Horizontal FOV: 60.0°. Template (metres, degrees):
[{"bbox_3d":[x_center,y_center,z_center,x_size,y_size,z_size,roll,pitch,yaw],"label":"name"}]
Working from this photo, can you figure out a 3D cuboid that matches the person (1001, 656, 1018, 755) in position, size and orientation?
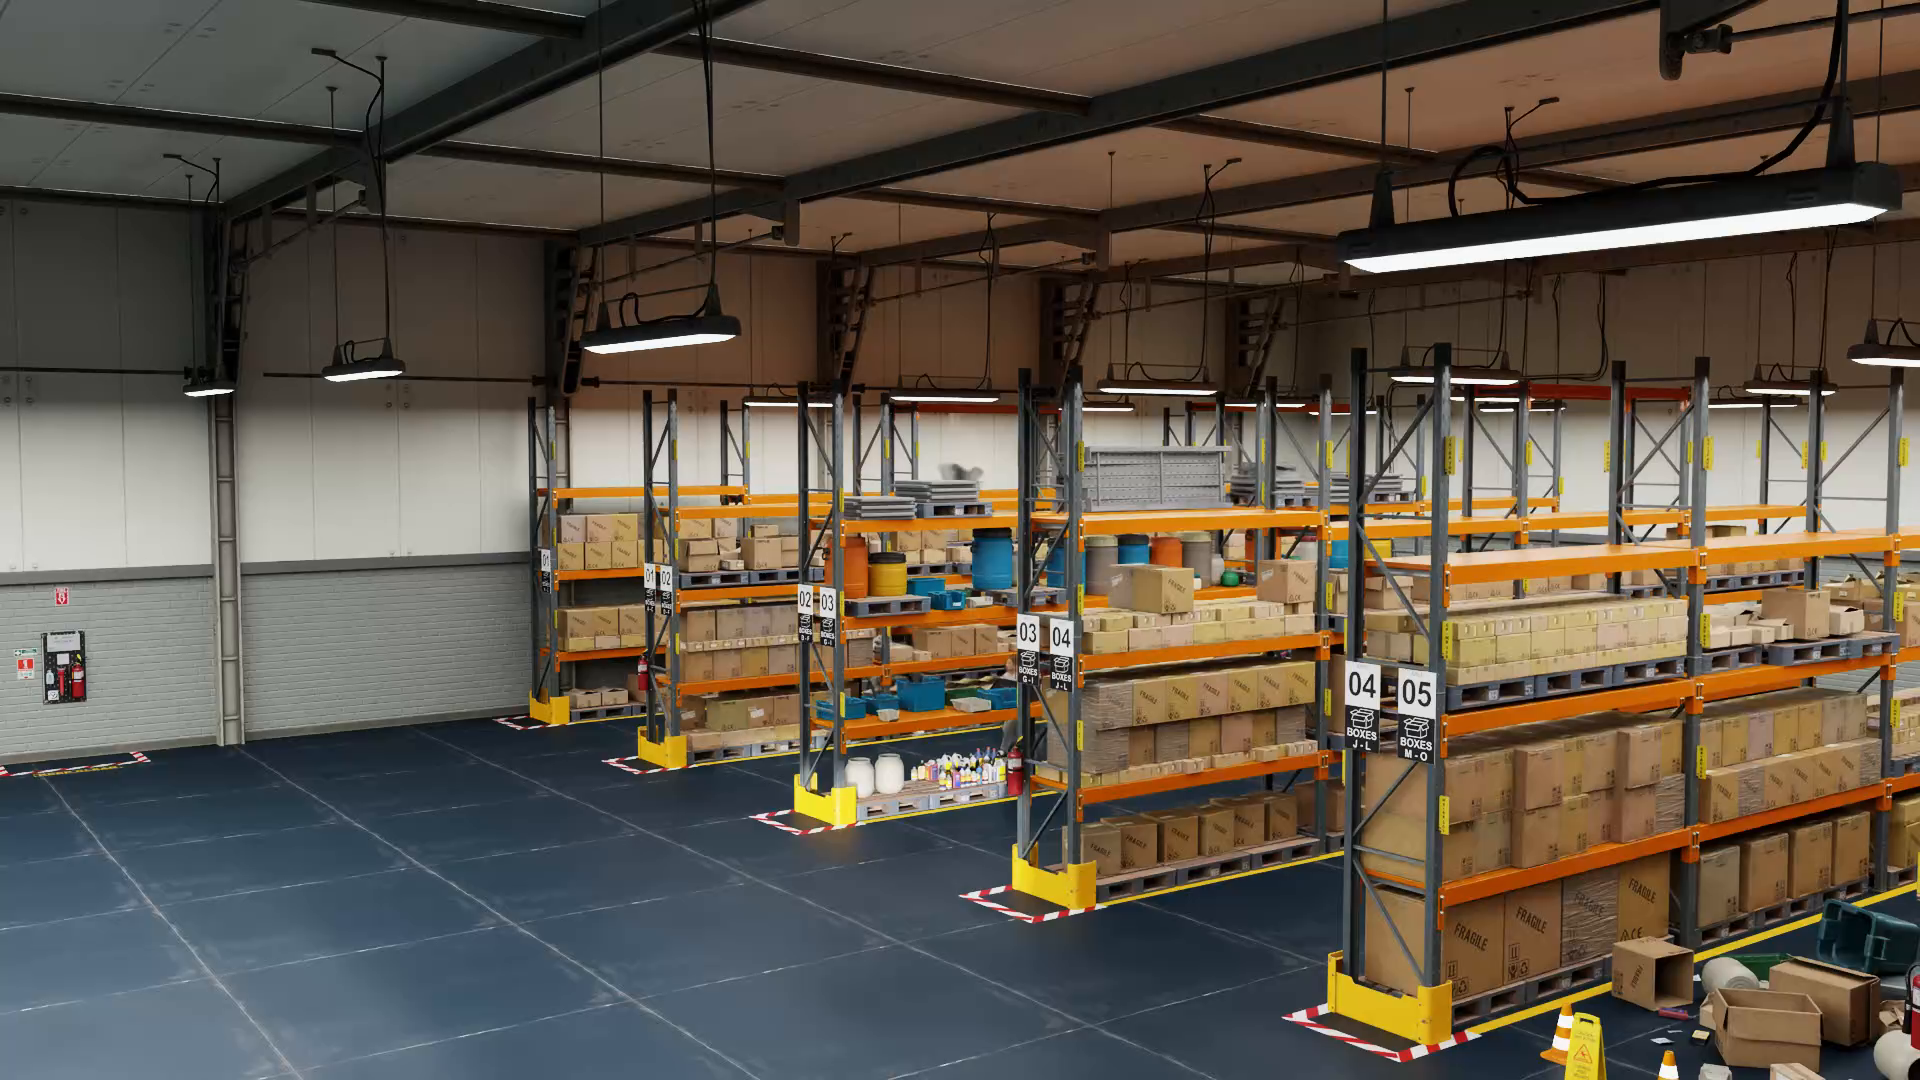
[{"bbox_3d":[0.884,2.726,26.907,0.831,1.721,0.566,-2,4,-34],"label":"person"}]

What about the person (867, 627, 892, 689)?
[{"bbox_3d":[-1.629,2.412,31.766,0.586,1.737,0.638,-3,4,-38],"label":"person"}]
